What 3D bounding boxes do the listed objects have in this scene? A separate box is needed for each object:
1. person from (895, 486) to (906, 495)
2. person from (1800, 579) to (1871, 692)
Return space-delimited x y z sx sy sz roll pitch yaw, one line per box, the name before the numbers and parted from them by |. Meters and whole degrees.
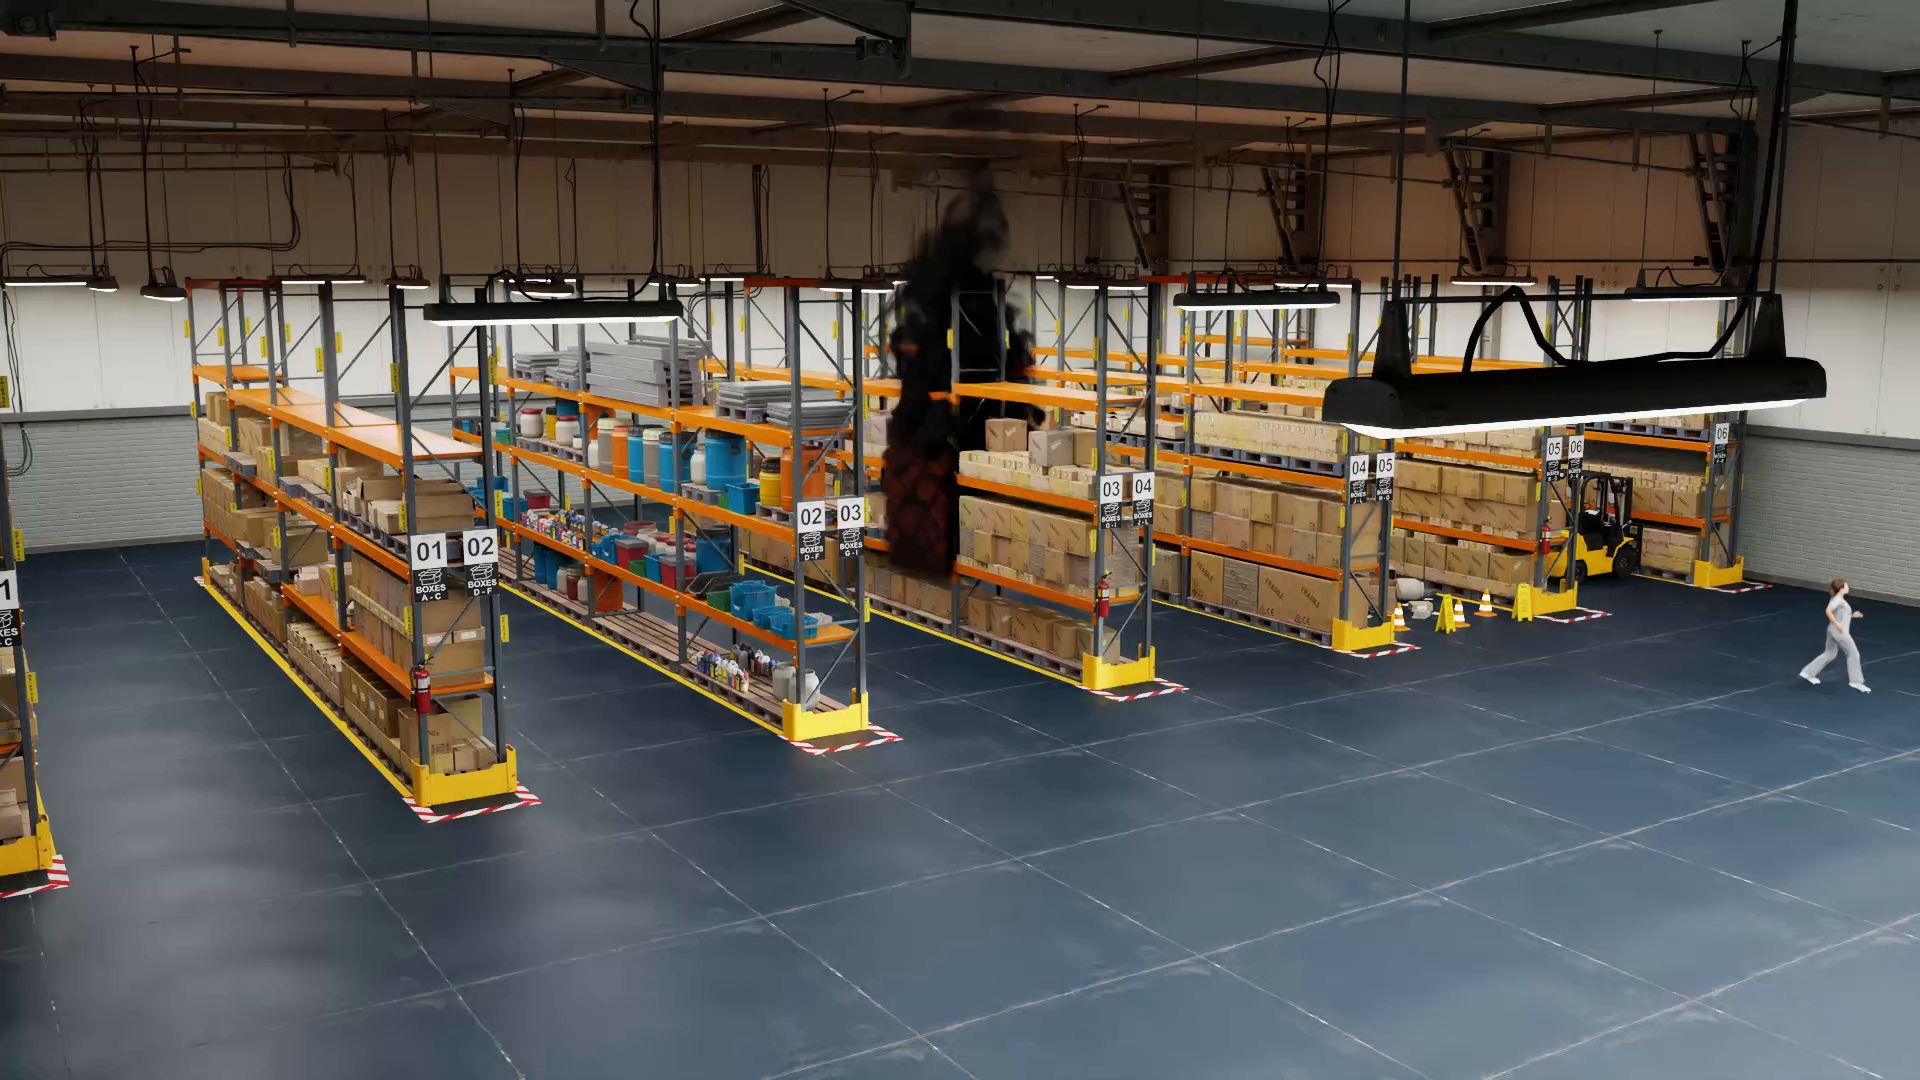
person | -1.217 -0.199 33.896 0.698 1.813 0.735 -6 11 -32
person | 13.032 1.399 24.632 0.950 1.668 0.576 2 10 13
